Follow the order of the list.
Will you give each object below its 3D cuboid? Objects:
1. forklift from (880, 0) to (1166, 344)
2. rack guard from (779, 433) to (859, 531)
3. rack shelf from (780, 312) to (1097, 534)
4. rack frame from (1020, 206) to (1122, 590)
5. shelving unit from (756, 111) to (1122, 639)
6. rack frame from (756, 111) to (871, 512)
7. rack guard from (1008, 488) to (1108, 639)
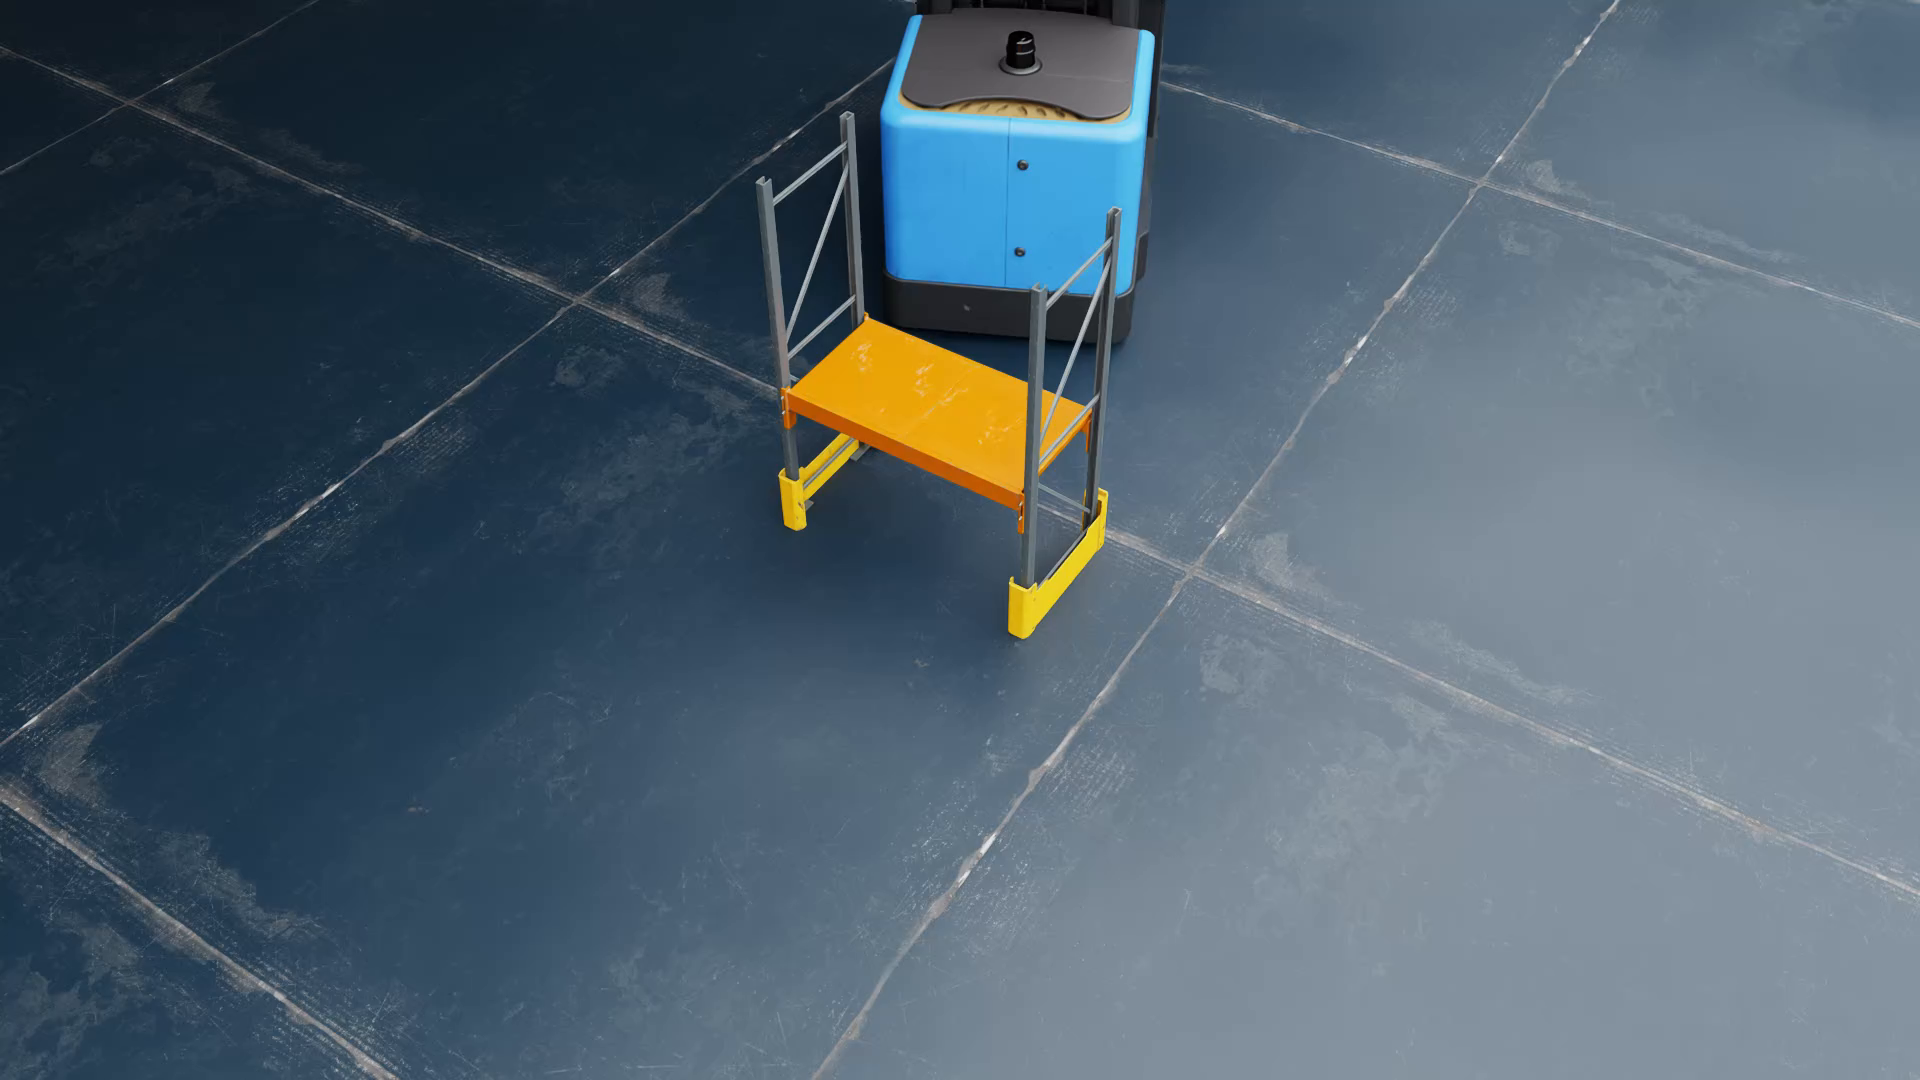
[{"bbox_3d":[0.386,-2.906,7.030,1.130,2.935,3.031,6,46,5],"label":"forklift"},{"bbox_3d":[-0.483,-0.309,6.376,0.087,0.250,0.587,25,51,22],"label":"rack guard"},{"bbox_3d":[-0.072,-0.430,5.873,1.000,0.185,0.538,25,51,22],"label":"rack shelf"},{"bbox_3d":[0.356,-0.359,5.553,0.032,1.500,0.500,25,51,22],"label":"rack frame"},{"bbox_3d":[-0.064,-0.552,5.741,1.083,1.500,0.587,25,51,22],"label":"shelving unit"},{"bbox_3d":[-0.500,-0.753,5.935,0.032,1.500,0.500,25,51,22],"label":"rack frame"},{"bbox_3d":[0.355,0.076,6.002,0.087,0.250,0.587,25,51,22],"label":"rack guard"}]
